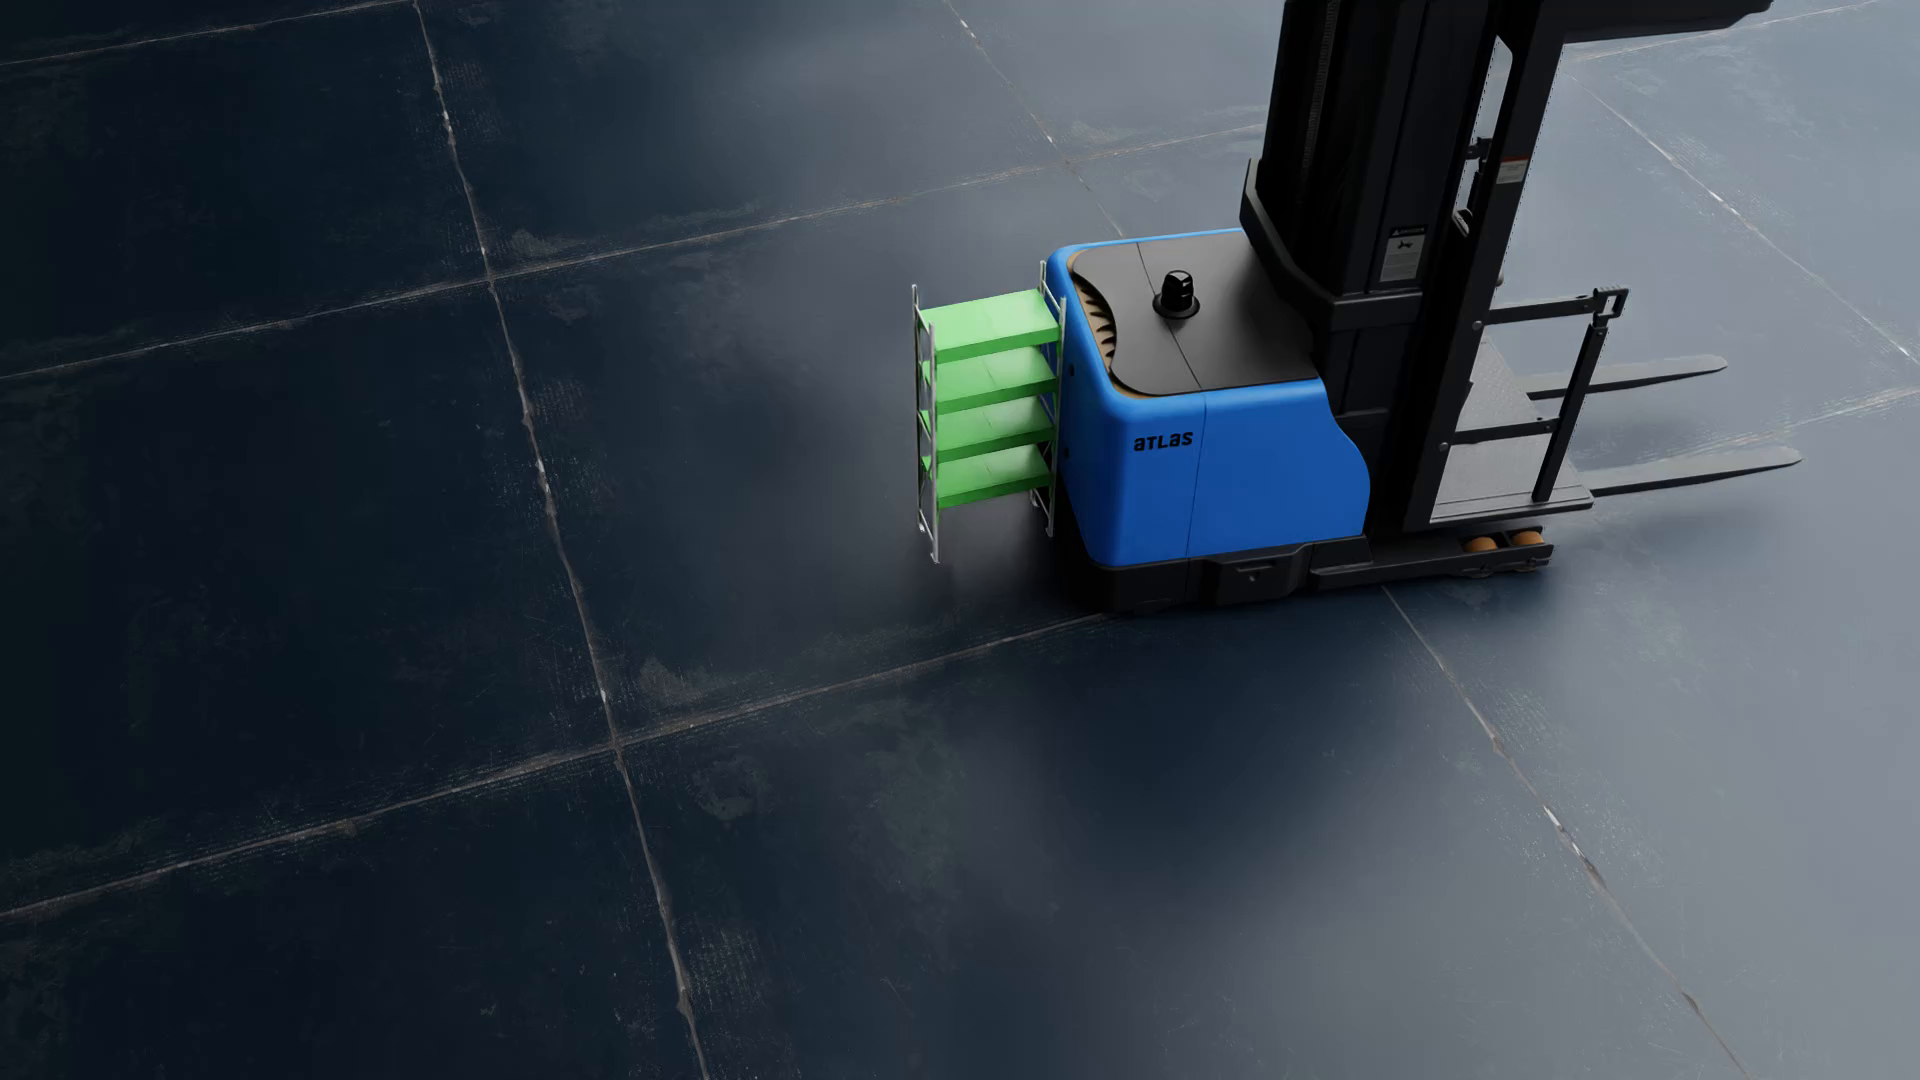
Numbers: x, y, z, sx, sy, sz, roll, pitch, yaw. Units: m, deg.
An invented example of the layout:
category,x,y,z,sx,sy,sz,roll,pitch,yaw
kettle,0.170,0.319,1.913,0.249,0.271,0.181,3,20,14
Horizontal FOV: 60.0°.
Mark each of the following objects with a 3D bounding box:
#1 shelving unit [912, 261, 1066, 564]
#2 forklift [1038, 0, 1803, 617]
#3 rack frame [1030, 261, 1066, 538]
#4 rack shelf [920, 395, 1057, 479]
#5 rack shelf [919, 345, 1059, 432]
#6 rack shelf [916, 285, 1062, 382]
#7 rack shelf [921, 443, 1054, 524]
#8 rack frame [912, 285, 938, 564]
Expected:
category,x,y,z,sx,sy,sz,roll,pitch,yaw
shelving unit,0.102,-0.463,6.364,0.503,1.200,0.258,-12,46,-12
forklift,1.882,-1.247,5.924,3.031,2.935,1.130,-7,46,-7
rack frame,0.335,-0.514,6.415,0.015,1.200,0.240,-12,46,-12
rack shelf,0.102,-0.417,6.409,0.480,0.148,0.258,-12,46,-12
rack shelf,0.102,-0.587,6.239,0.480,0.148,0.258,-12,46,-12
rack shelf,0.102,-0.756,6.069,0.480,0.148,0.258,-12,46,-12
rack shelf,0.102,-0.248,6.579,0.480,0.148,0.258,-12,46,-12
rack frame,-0.131,-0.411,6.313,0.015,1.200,0.240,-12,46,-12
